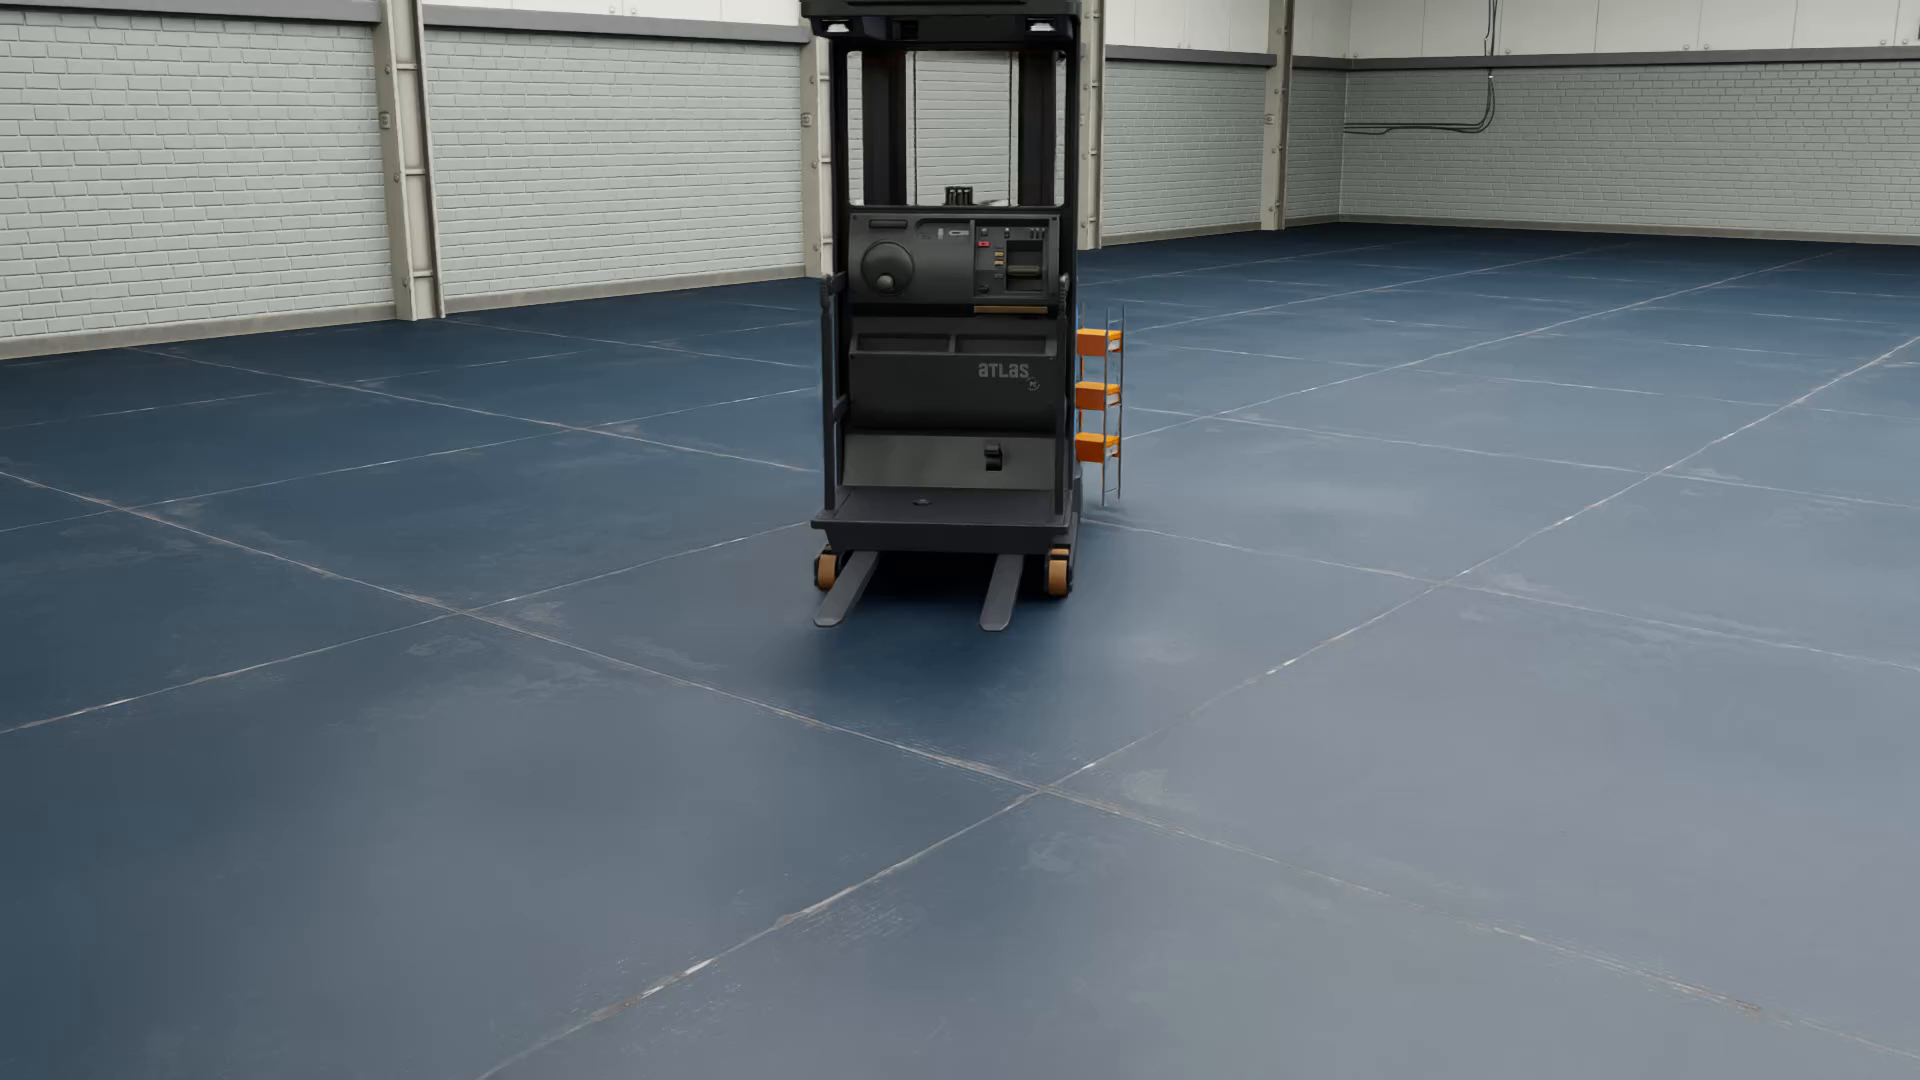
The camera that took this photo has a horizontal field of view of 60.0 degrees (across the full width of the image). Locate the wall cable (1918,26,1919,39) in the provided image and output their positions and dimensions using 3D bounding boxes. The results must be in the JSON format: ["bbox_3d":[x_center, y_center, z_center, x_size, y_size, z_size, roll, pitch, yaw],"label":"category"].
[{"bbox_3d":[16.012,-10.632,24.790,2.305,6.003,0.169,11,18,38],"label":"wall cable"}]

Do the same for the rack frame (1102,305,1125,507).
[{"bbox_3d":[0.810,-0.703,8.757,0.008,1.050,0.200,9,17,31],"label":"rack frame"}]

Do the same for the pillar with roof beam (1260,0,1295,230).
[{"bbox_3d":[9.106,-9.430,26.966,9.100,9.000,0.400,11,18,38],"label":"pillar with roof beam"}]

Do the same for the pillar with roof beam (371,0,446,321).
[{"bbox_3d":[-2.207,-5.983,13.397,9.100,9.000,0.400,11,18,38],"label":"pillar with roof beam"}]

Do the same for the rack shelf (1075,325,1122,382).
[{"bbox_3d":[0.706,-0.984,8.753,0.240,0.259,0.215,9,17,31],"label":"rack shelf"}]

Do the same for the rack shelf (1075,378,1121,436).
[{"bbox_3d":[0.706,-0.709,8.823,0.240,0.259,0.215,9,17,31],"label":"rack shelf"}]

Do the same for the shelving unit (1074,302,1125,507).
[{"bbox_3d":[0.706,-0.719,8.820,0.252,1.050,0.215,9,17,31],"label":"shelving unit"}]

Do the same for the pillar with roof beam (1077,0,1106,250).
[{"bbox_3d":[5.335,-8.281,22.443,9.100,9.000,0.400,11,18,38],"label":"pillar with roof beam"}]

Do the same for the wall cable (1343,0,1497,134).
[{"bbox_3d":[8.638,-8.951,31.386,3.097,2.526,0.112,11,18,38],"label":"wall cable"}]

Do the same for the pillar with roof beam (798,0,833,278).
[{"bbox_3d":[1.564,-7.132,17.920,9.100,9.000,0.400,11,18,38],"label":"pillar with roof beam"}]

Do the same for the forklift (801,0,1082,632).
[{"bbox_3d":[-0.046,-1.260,7.129,1.130,2.935,3.031,1,14,5],"label":"forklift"}]

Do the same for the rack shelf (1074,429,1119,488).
[{"bbox_3d":[0.706,-0.439,8.891,0.240,0.259,0.215,9,17,31],"label":"rack shelf"}]

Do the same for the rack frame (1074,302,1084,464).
[{"bbox_3d":[0.603,-0.735,8.883,0.008,1.050,0.200,9,17,31],"label":"rack frame"}]
